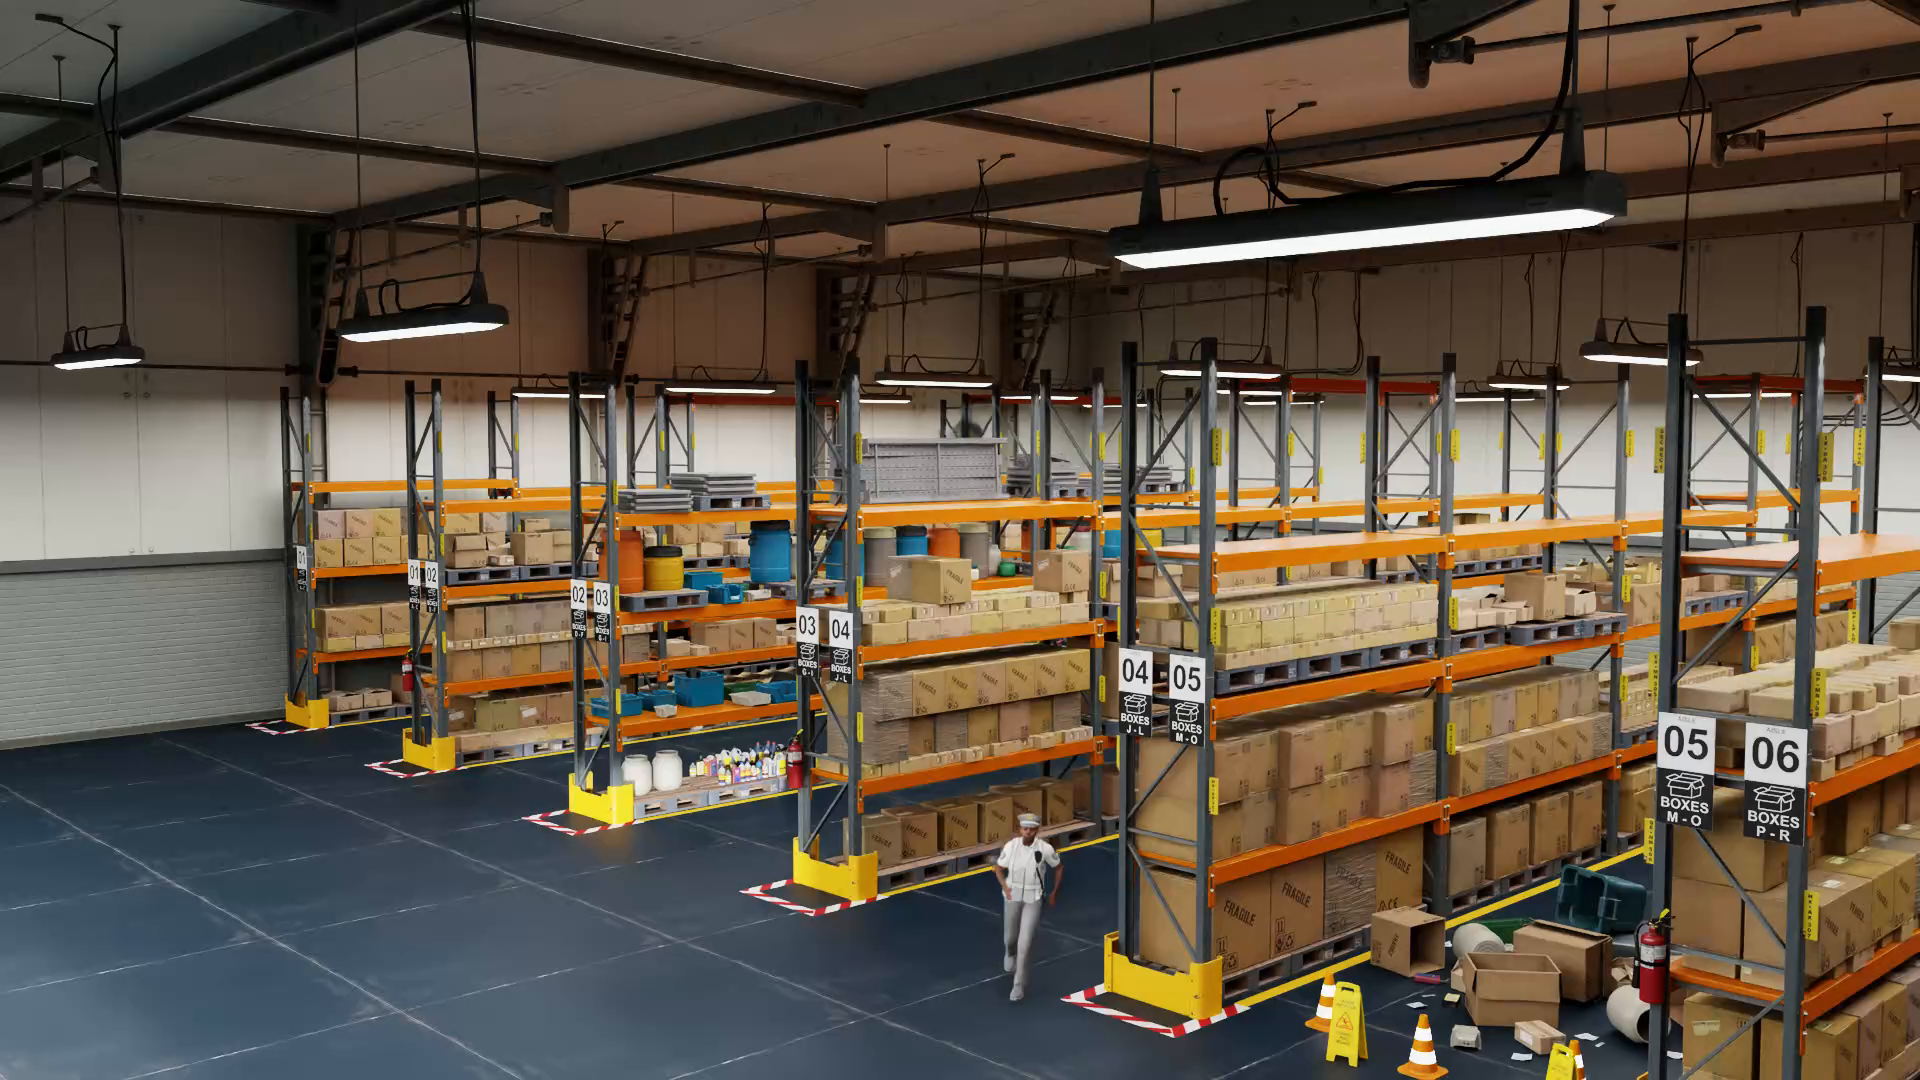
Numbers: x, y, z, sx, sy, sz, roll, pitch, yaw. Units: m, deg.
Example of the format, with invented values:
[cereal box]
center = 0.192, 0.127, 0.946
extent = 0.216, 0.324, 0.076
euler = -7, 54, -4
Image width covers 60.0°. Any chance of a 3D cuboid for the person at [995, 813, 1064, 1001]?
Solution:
[person]
center = 0.647, 3.345, 15.502
extent = 0.643, 1.684, 0.821
euler = 0, 4, 6
